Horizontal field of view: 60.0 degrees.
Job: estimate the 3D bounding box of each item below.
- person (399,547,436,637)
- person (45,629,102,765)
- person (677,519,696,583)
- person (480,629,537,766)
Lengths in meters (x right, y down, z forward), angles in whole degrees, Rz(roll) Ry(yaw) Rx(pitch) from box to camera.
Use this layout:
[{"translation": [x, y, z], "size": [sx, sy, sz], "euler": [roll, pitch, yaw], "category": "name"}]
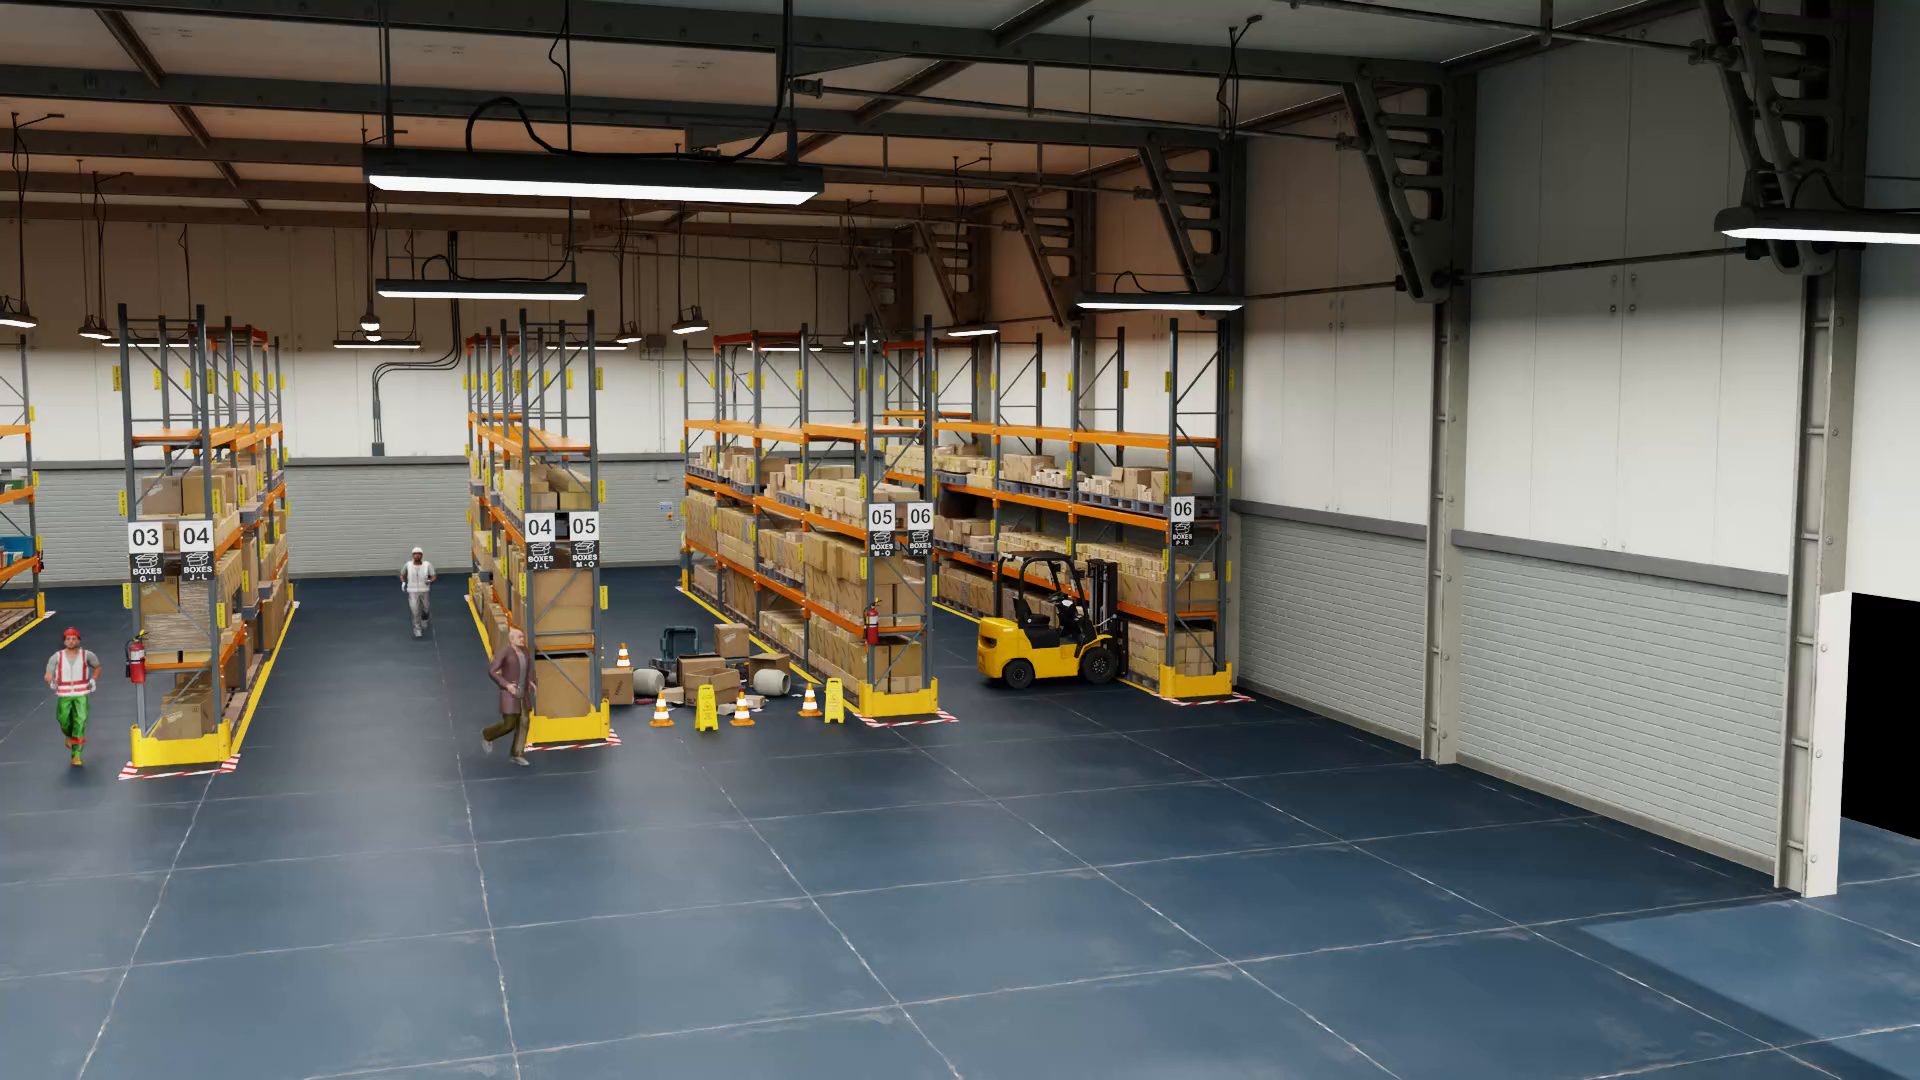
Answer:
[{"translation": [-10.692, 1.021, 32.820], "size": [0.696, 1.752, 0.840], "euler": [-2, 6, -19], "category": "person"}, {"translation": [-11.665, 2.046, 21.893], "size": [0.658, 1.754, 0.889], "euler": [-3, 6, -25], "category": "person"}, {"translation": [-6.739, 0.247, 41.280], "size": [0.709, 1.714, 0.760], "euler": [0, 5, 4], "category": "person"}, {"translation": [-5.902, 2.101, 22.028], "size": [0.874, 1.669, 0.756], "euler": [3, 6, 32], "category": "person"}]
